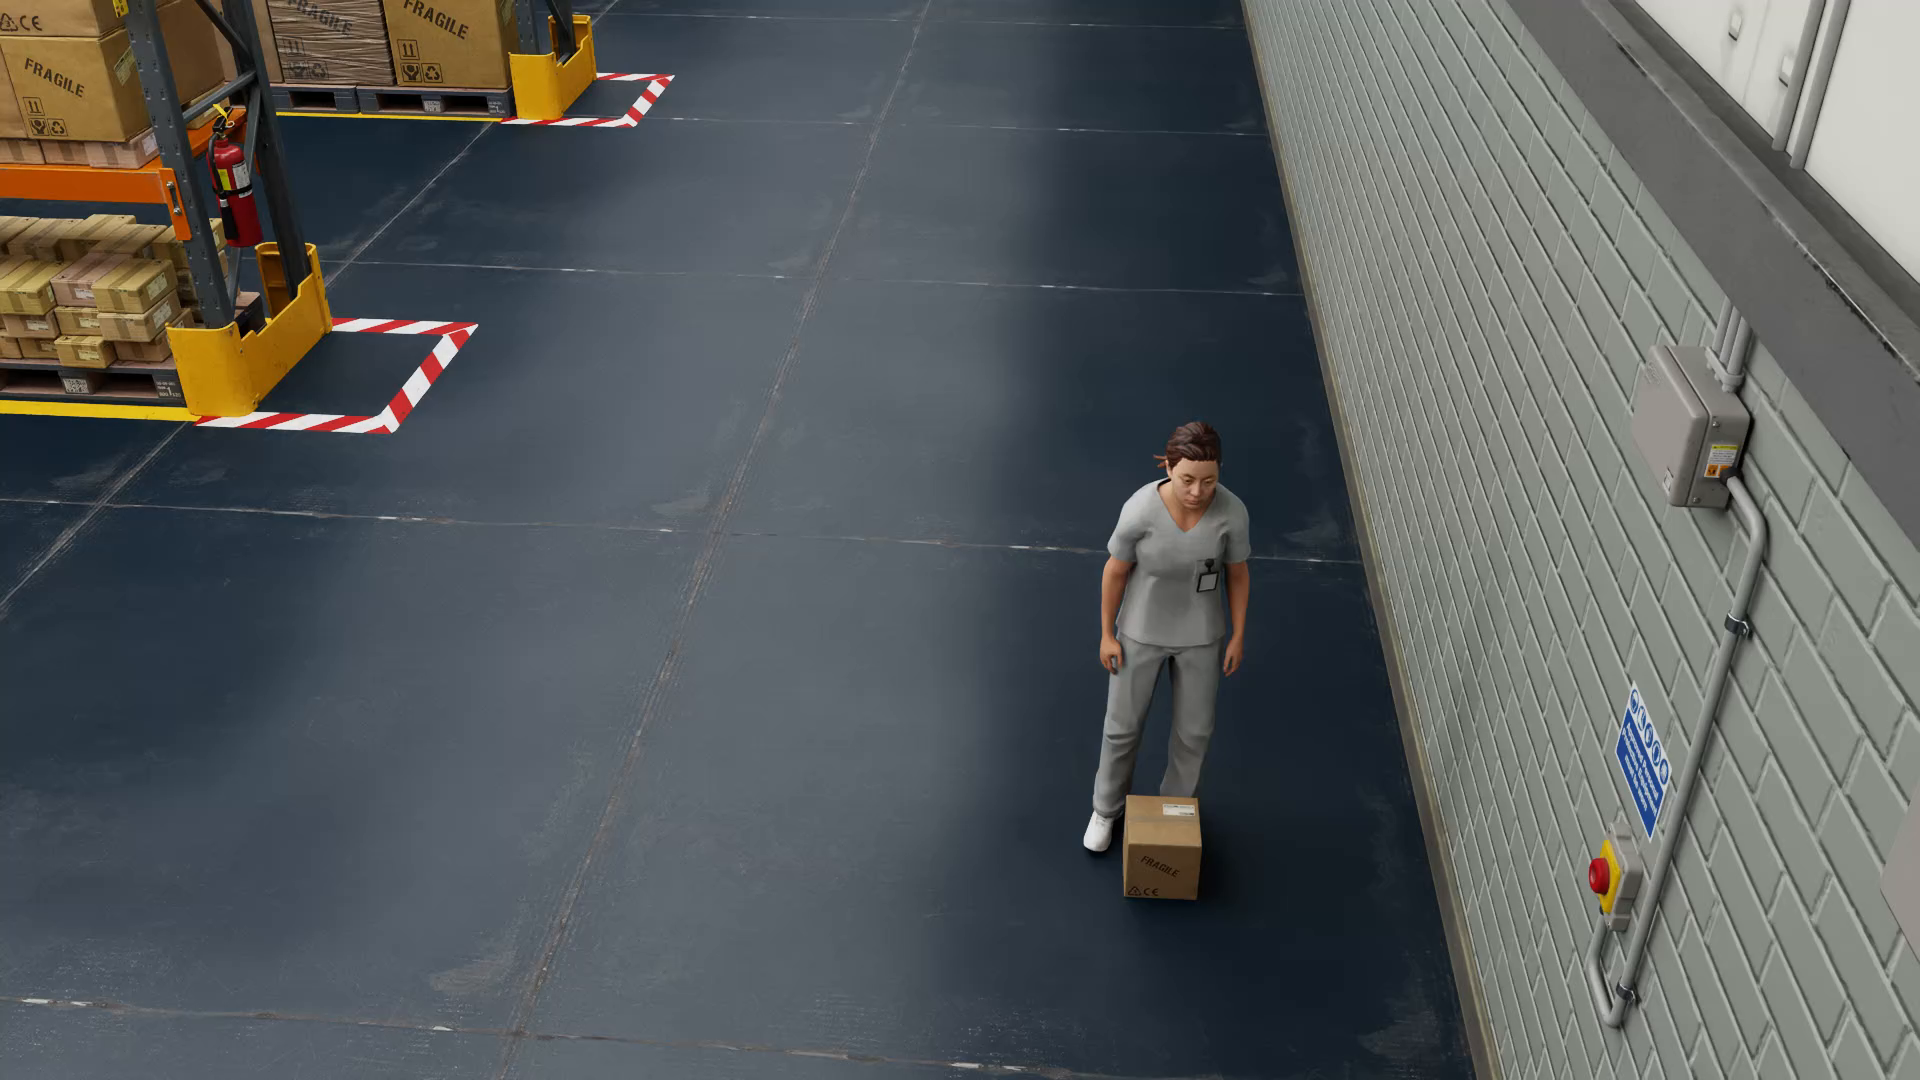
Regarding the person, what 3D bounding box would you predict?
[{"bbox_3d":[0.704,0.333,5.607,0.516,1.672,0.355,1,32,1],"label":"person"}]
